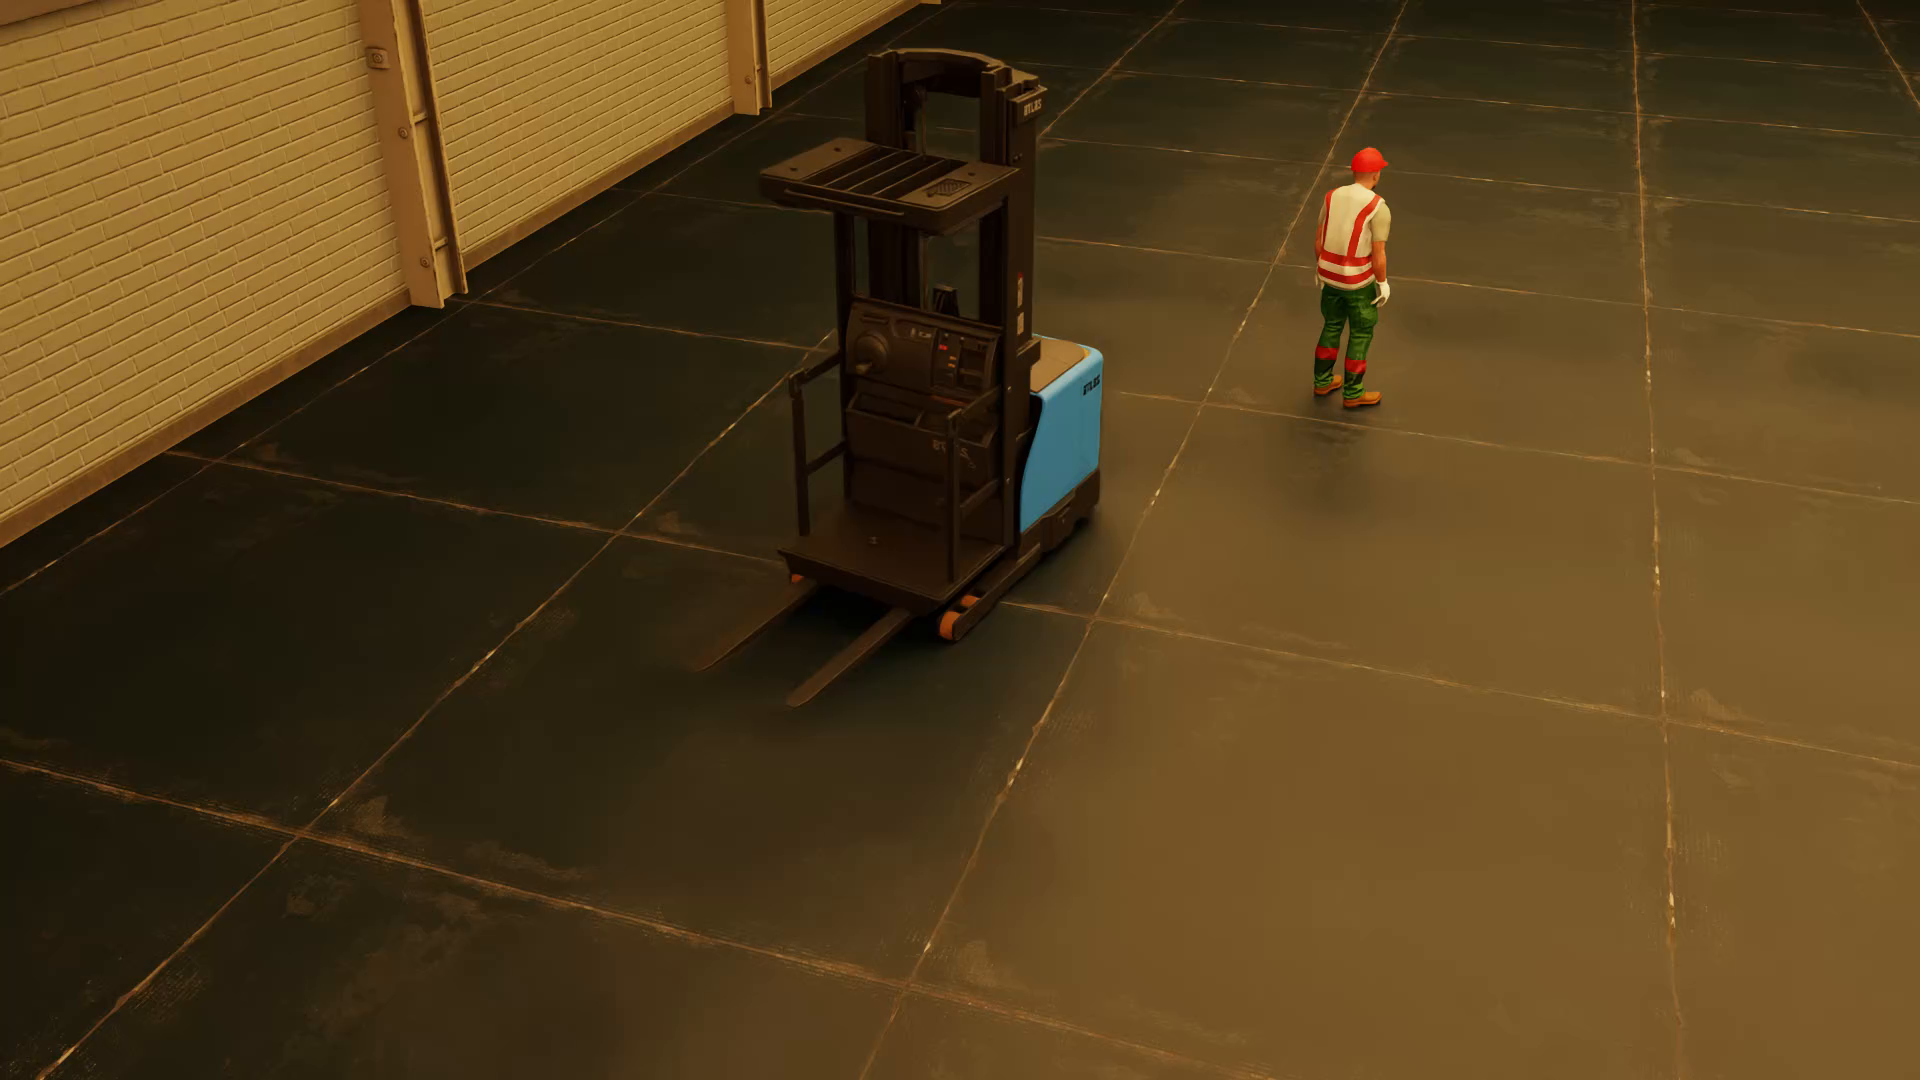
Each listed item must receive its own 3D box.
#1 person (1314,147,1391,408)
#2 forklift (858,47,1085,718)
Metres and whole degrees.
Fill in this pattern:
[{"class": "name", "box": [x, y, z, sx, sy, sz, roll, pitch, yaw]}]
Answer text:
[{"class": "person", "box": [2.704, -1.818, 11.492, 0.448, 1.780, 0.619, -22, 36, -33]}, {"class": "forklift", "box": [0.035, -0.972, 8.842, 1.130, 2.935, 3.031, -2, 30, -3]}]
